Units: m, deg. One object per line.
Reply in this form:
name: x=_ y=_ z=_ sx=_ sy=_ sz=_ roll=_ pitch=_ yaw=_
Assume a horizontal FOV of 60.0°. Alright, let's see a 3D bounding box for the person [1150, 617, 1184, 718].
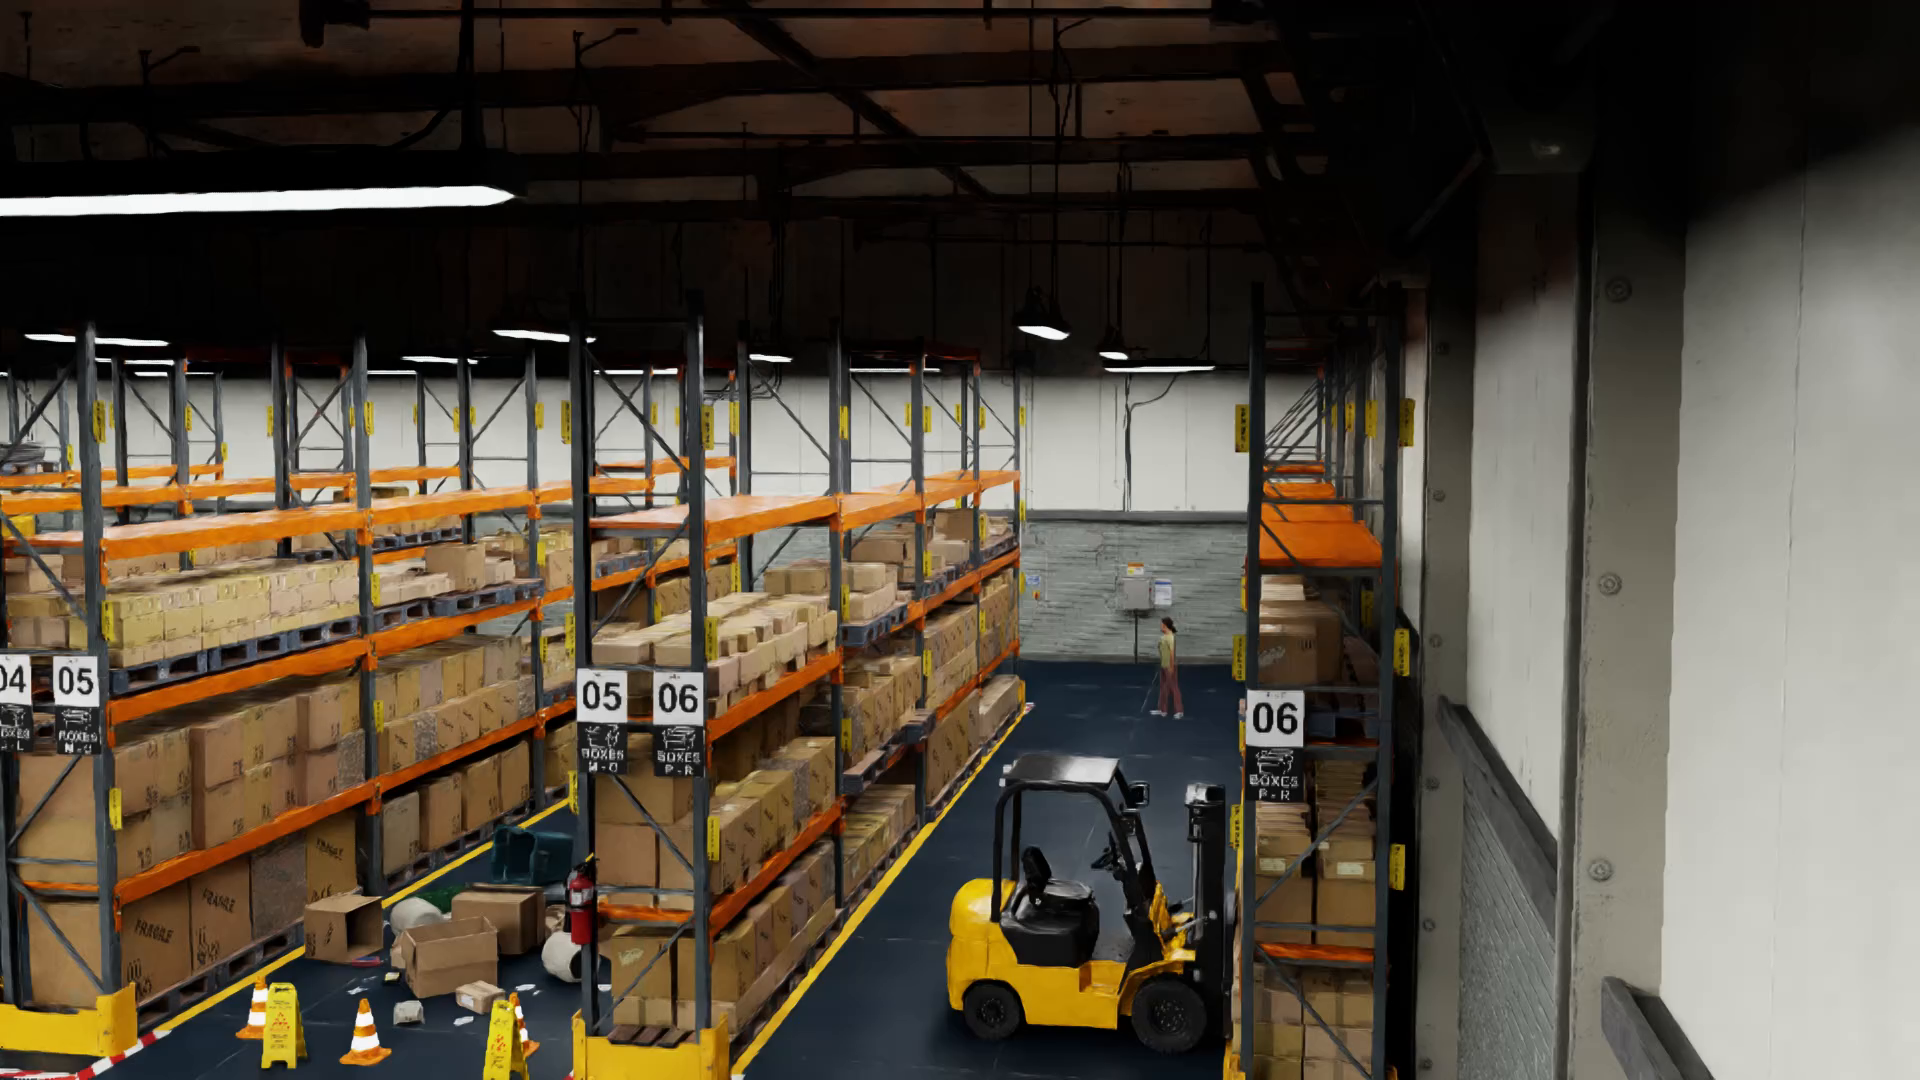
person: x=3.461 y=2.105 z=27.650 sx=0.519 sy=1.672 sz=0.500 roll=0 pitch=5 yaw=-3
